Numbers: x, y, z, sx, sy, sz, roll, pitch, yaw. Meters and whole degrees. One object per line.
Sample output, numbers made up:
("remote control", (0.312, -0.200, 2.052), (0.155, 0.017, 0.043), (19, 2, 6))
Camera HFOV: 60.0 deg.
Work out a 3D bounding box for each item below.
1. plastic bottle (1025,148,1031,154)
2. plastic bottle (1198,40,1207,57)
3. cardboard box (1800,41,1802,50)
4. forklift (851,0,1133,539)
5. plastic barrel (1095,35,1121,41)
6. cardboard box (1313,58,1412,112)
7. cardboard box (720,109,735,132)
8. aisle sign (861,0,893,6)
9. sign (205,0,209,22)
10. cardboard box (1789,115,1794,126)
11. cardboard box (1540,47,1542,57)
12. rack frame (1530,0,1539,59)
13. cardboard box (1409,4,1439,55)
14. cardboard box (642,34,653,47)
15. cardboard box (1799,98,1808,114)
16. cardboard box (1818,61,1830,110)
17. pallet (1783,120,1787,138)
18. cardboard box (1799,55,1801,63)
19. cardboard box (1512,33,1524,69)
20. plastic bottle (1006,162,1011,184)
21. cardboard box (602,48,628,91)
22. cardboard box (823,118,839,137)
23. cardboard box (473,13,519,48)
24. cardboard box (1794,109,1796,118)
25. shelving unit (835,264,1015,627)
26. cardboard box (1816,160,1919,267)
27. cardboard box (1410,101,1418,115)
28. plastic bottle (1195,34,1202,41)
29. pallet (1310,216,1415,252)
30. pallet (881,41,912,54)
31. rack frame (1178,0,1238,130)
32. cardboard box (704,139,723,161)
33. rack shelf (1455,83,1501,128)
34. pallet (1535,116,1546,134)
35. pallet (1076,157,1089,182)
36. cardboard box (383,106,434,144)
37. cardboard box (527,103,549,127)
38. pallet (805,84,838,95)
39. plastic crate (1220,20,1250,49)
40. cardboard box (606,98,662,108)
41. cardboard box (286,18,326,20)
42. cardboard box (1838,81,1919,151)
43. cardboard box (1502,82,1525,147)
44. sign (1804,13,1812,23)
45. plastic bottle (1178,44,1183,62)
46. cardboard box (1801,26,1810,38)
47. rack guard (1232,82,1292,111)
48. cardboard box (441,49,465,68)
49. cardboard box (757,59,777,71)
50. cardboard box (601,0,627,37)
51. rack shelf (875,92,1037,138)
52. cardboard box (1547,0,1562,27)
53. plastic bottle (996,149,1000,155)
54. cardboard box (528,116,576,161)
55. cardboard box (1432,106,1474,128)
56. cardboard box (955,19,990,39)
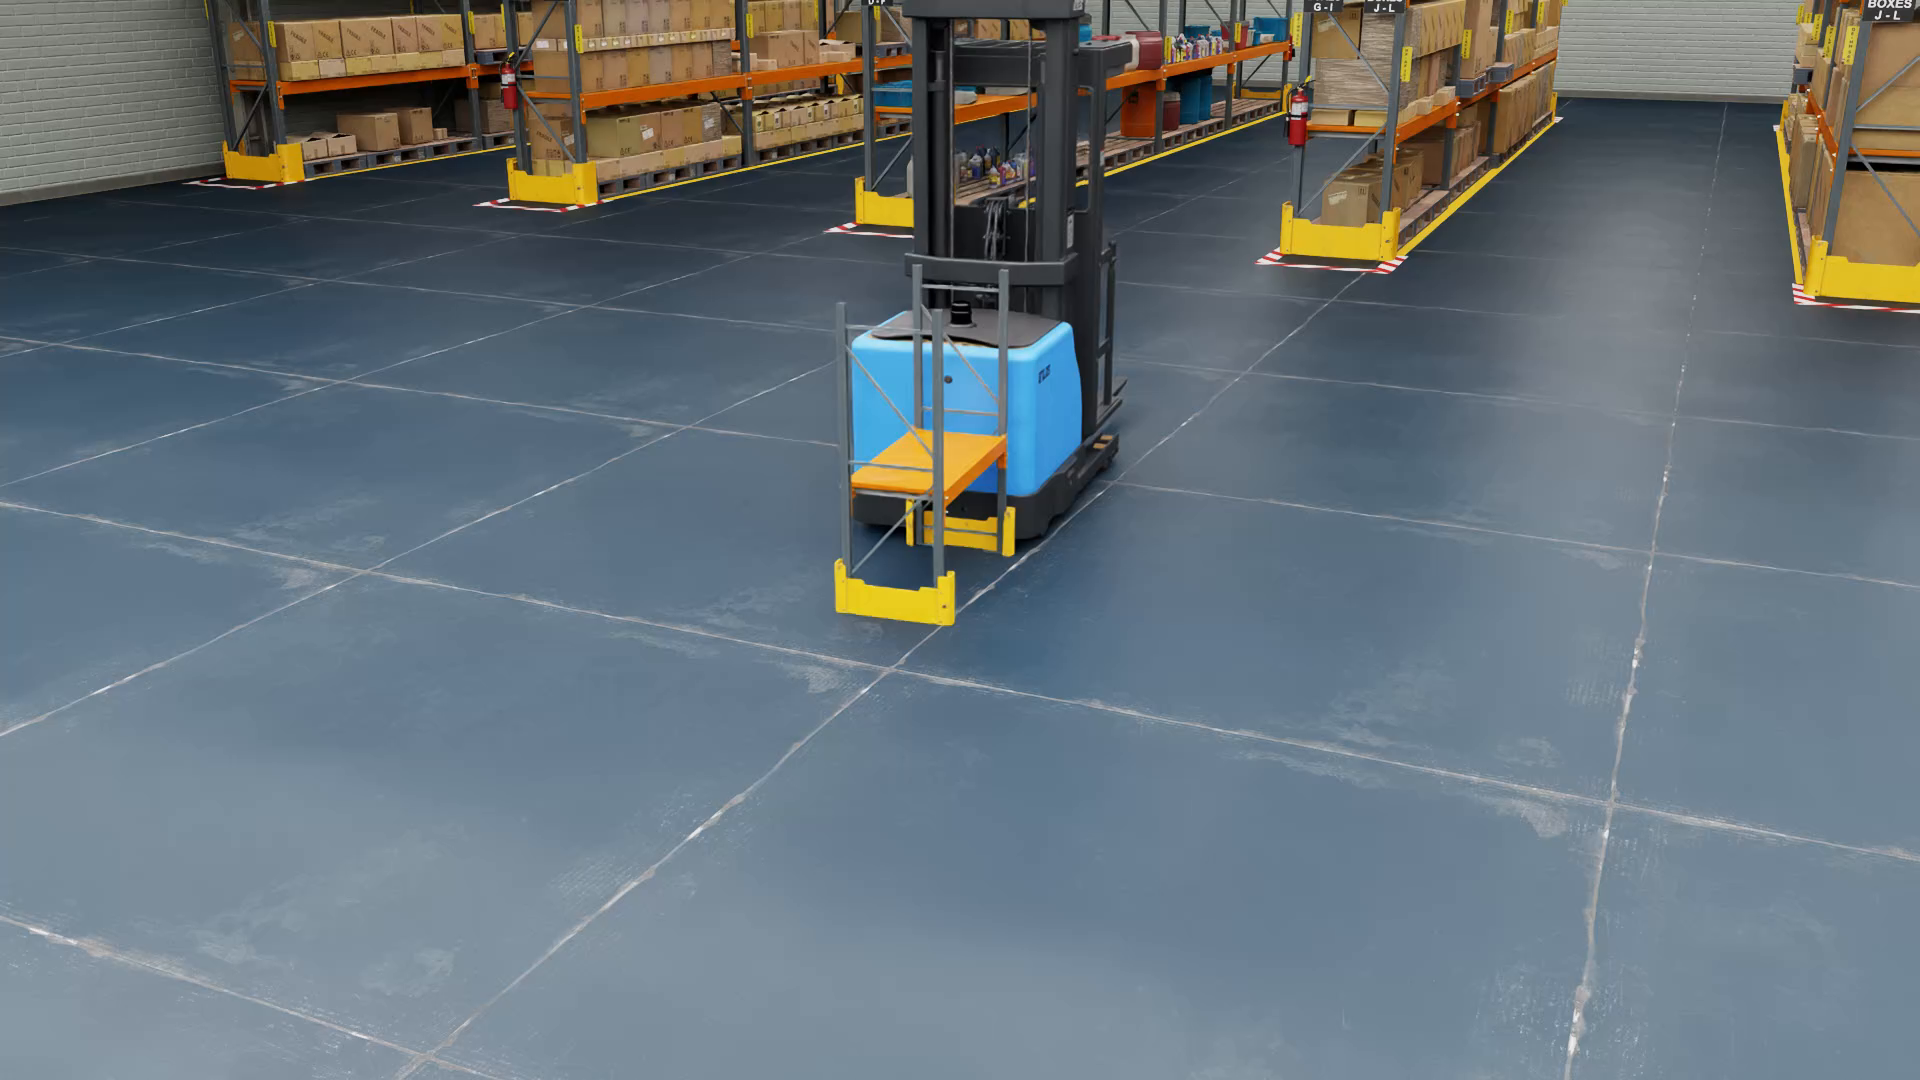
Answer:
("plastic bottle", (0.889, -5.005, 21.863), (0.144, 0.351, 0.185), (9, 21, 23))
("plastic bottle", (4.019, -8.178, 27.673), (0.152, 0.276, 0.135), (9, 21, 23))
("cardboard box", (11.974, -6.922, 23.260), (0.380, 0.149, 0.250), (9, 22, 24))
("forklift", (0.356, -1.843, 9.777), (1.130, 2.935, 3.031), (6, 21, 17))
("plastic barrel", (2.091, -6.946, 23.819), (0.433, 0.535, 0.433), (0, 20, 0))
("cardboard box", (4.152, -4.712, 17.148), (0.875, 0.500, 0.500), (9, 21, 23))
("cardboard box", (-3.592, -6.273, 24.771), (0.500, 0.311, 0.500), (9, 21, 23))
("aisle sign", (-0.917, -6.283, 18.281), (0.394, 0.787, 0.004), (9, 21, 23))
("sign", (-10.153, -7.176, 22.470), (0.100, 0.325, 0.005), (9, 21, 23))
("cardboard box", (13.331, -6.621, 26.292), (0.380, 0.149, 0.250), (8, 21, 21))
("cardboard box", (9.561, -8.197, 27.915), (0.380, 0.149, 0.250), (8, 21, 21))
("rack frame", (8.816, -8.029, 27.067), (1.000, 3.000, 0.127), (9, 21, 23))
("cardboard box", (4.790, -5.454, 17.743), (0.500, 0.500, 0.500), (9, 21, 23))
("cardboard box", (-4.252, -6.558, 21.814), (0.380, 0.149, 0.250), (8, 21, 22))
("cardboard box", (12.327, -6.182, 23.861), (0.500, 0.250, 0.500), (9, 22, 25))
("cardboard box", (9.993, -5.115, 18.725), (0.500, 0.500, 0.500), (8, 21, 22))
("pallet", (14.541, -6.959, 28.222), (1.003, 0.211, 1.213), (9, 21, 23))
("cardboard box", (11.758, -6.618, 22.849), (0.380, 0.149, 0.250), (8, 21, 22))
("cardboard box", (8.247, -7.432, 25.240), (0.500, 0.500, 0.500), (9, 21, 23))
("plastic bottle", (0.591, -4.608, 20.866), (0.097, 0.271, 0.097), (0, 20, 0))
("cardboard box", (-4.721, -6.070, 21.411), (0.700, 0.500, 0.500), (9, 22, 24))
("cardboard box", (-2.268, -6.563, 26.423), (0.500, 0.250, 0.500), (9, 22, 24))
("cardboard box", (-7.542, -8.197, 26.736), (0.700, 0.500, 0.500), (11, 22, 28))
("cardboard box", (13.276, -6.680, 26.016), (0.380, 0.149, 0.250), (9, 21, 23))
("shelving unit", (-0.155, -0.499, 8.134), (0.587, 1.500, 1.083), (6, 21, 17))
("cardboard box", (8.603, -3.062, 15.646), (0.875, 0.875, 0.875), (9, 21, 23))
("cardboard box", (4.742, -4.679, 18.025), (0.380, 0.149, 0.250), (9, 21, 23))
("plastic bottle", (4.012, -8.322, 27.967), (0.144, 0.351, 0.185), (9, 21, 23))
("pallet", (4.298, -3.313, 17.970), (1.003, 0.211, 1.213), (9, 21, 23))
("pallet", (-1.066, -8.671, 29.160), (1.003, 0.211, 1.213), (9, 21, 23))
("rack frame", (4.297, -8.708, 28.978), (1.000, 3.000, 0.127), (9, 21, 23))
("cardboard box", (-3.701, -5.523, 23.498), (0.500, 0.250, 0.500), (9, 21, 23))
("rack shelf", (6.359, -5.855, 22.031), (1.077, 0.370, 4.000), (9, 21, 23))
("pallet", (9.697, -7.311, 29.211), (1.003, 0.211, 1.213), (9, 21, 23))
("pallet", (1.307, -5.194, 23.259), (1.003, 0.211, 1.213), (9, 21, 23))
("cardboard box", (-8.406, -6.329, 25.362), (0.500, 0.500, 0.500), (7, 21, 19))
("cardboard box", (-7.319, -7.194, 27.795), (0.700, 0.500, 0.500), (9, 21, 23))
("pallet", (-3.359, -9.721, 35.989), (1.003, 0.211, 1.213), (9, 21, 23))
("plastic crate", (4.891, -9.005, 29.628), (0.402, 0.464, 0.583), (9, 21, 23))
("cardboard box", (-5.958, -8.237, 30.234), (0.750, 0.750, 0.750), (8, 21, 22))
("cardboard box", (-9.233, -7.176, 23.744), (0.500, 0.500, 0.500), (8, 21, 21))
("cardboard box", (8.496, -3.839, 15.063), (0.875, 0.550, 0.550), (9, 21, 23))
("cardboard box", (7.851, -6.482, 25.263), (1.225, 0.875, 0.875), (9, 21, 23))
("sign", (12.801, -7.797, 25.125), (0.100, 0.325, 0.005), (9, 21, 23))
("plastic bottle", (3.512, -7.765, 26.501), (0.061, 0.283, 0.133), (9, 21, 23))
("cardboard box", (12.190, -7.224, 23.666), (0.380, 0.149, 0.250), (9, 22, 25))
("rack guard", (5.933, -8.762, 32.861), (1.175, 0.500, 0.348), (9, 21, 23))
("cardboard box", (-7.935, -7.374, 25.422), (0.500, 0.250, 0.500), (9, 21, 23))
("cardboard box", (-2.947, -7.068, 24.741), (0.380, 0.149, 0.250), (9, 21, 23))
("cardboard box", (-4.699, -6.698, 21.240), (0.700, 0.500, 0.500), (8, 21, 21))
("rack shelf", (0.202, -5.312, 20.503), (1.077, 0.370, 4.000), (9, 21, 23))
("cardboard box", (10.494, -9.489, 29.835), (0.500, 0.500, 0.500), (9, 21, 23))
("plastic bottle", (0.481, -5.036, 22.049), (0.061, 0.283, 0.133), (9, 21, 23))
("cardboard box", (-5.186, -5.181, 21.418), (0.500, 0.500, 0.500), (9, 21, 23))
("cardboard box", (6.723, -5.816, 22.801), (0.500, 0.250, 0.500), (11, 22, 29))
("cardboard box", (0.237, -9.555, 31.209), (0.500, 0.500, 0.500), (9, 22, 24))
